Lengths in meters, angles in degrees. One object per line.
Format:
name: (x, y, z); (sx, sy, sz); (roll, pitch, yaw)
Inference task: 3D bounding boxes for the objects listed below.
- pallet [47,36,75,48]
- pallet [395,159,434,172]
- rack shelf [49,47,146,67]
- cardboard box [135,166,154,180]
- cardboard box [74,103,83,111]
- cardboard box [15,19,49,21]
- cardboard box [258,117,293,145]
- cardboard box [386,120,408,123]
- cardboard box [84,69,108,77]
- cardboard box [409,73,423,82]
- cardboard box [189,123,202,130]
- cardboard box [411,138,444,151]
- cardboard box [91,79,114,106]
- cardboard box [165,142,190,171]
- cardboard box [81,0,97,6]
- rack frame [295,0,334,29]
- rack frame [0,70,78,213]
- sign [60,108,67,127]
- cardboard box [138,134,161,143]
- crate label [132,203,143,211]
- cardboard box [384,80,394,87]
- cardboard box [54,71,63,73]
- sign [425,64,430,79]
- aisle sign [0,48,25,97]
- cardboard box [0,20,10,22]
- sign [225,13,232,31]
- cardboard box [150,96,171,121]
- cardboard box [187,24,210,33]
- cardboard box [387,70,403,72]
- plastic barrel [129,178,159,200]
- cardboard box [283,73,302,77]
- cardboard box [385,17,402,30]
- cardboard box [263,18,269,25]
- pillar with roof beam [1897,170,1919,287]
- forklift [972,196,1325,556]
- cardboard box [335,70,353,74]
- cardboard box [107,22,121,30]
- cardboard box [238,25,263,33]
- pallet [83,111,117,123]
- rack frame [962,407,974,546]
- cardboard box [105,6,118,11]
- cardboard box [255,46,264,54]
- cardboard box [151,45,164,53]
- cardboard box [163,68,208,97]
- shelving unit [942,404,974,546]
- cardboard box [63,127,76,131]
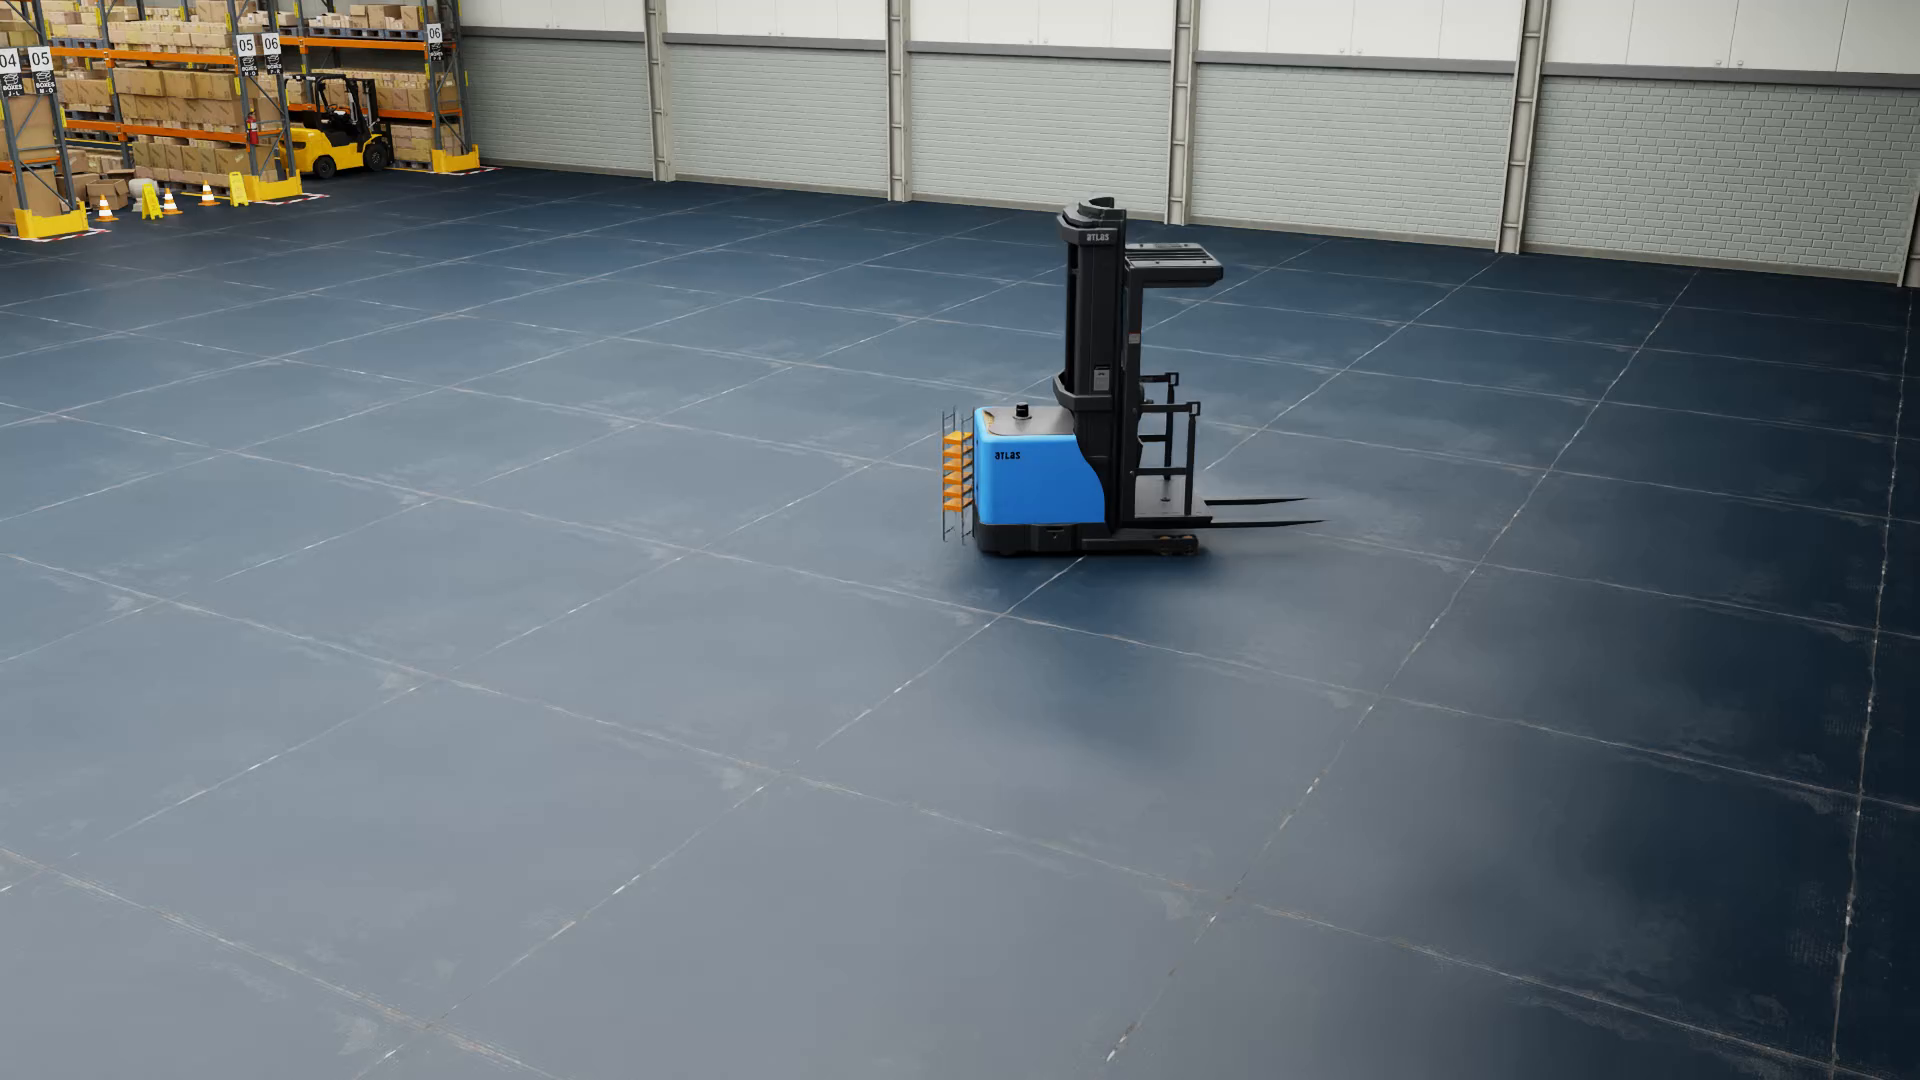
pallet: (-18.821, -10.698, 35.634); (1.003, 0.211, 1.213); (11, 23, 27)
pallet: (-12.206, -8.688, 38.303); (1.213, 0.211, 1.003); (11, 23, 27)
rack shelf: (-19.173, -10.475, 35.798); (4.000, 0.370, 1.077); (11, 23, 27)
cardboard box: (-17.044, -7.797, 35.175); (0.500, 0.250, 0.500); (10, 22, 25)
cardboard box: (-18.700, -9.276, 35.588); (0.250, 0.149, 0.380); (11, 23, 28)
cardboard box: (-20.097, -11.032, 36.132); (0.500, 0.500, 0.700); (11, 23, 27)
cardboard box: (-16.802, -9.969, 40.614); (0.625, 0.625, 0.875); (10, 22, 25)
cardboard box: (-13.158, -9.651, 38.819); (0.500, 0.250, 0.500); (10, 22, 26)
cardboard box: (-18.664, -10.093, 35.939); (0.250, 0.149, 0.380); (12, 23, 30)
cardboard box: (-12.164, -10.404, 37.412); (0.250, 0.149, 0.380); (11, 23, 27)
cardboard box: (-15.517, -8.478, 34.004); (0.250, 0.149, 0.380); (11, 22, 27)
cardboard box: (-12.095, -9.012, 37.790); (0.500, 0.250, 0.500); (10, 22, 27)
cardboard box: (-17.943, -9.463, 35.154); (0.500, 0.500, 0.500); (10, 22, 26)
cardboard box: (-16.119, -7.977, 34.572); (0.500, 0.500, 0.500); (12, 23, 30)
cardboard box: (-21.901, -13.596, 41.910); (0.258, 0.266, 0.396); (11, 22, 27)
rack frame: (-15.010, -13.369, 38.322); (0.127, 3.000, 1.000); (11, 23, 27)
rack frame: (-16.261, -6.915, 29.327); (0.127, 3.000, 1.000); (11, 23, 27)
sign: (-15.985, -7.523, 29.619); (0.005, 0.325, 0.100); (11, 23, 27)
cardboard box: (-16.964, -8.416, 34.830); (0.250, 0.149, 0.380); (11, 23, 28)
crate label: (-15.901, -6.473, 32.305); (0.298, 0.136, 0.250); (0, 20, -1)
cardboard box: (-12.858, -10.380, 37.781); (0.250, 0.149, 0.380); (10, 22, 26)
cardboard box: (-23.431, -12.127, 43.478); (0.500, 0.250, 0.500); (11, 22, 27)
sign: (-11.795, -10.380, 36.835); (0.005, 0.325, 0.100); (11, 23, 27)
aisle sign: (-16.346, -8.036, 28.605); (0.004, 0.787, 0.394); (11, 23, 27)
cardboard box: (-16.839, -9.061, 29.281); (0.250, 0.149, 0.380); (10, 22, 27)
sign: (-14.223, -10.070, 32.327); (0.005, 0.325, 0.100); (11, 23, 27)
cardboard box: (-16.298, -8.937, 34.320); (0.500, 0.500, 0.500); (11, 22, 27)
cardboard box: (-15.219, -10.232, 33.272); (0.250, 0.149, 0.380); (11, 23, 27)
cardboard box: (-13.043, -10.761, 38.395); (0.250, 0.149, 0.380); (11, 23, 28)
plastic barrel: (-16.477, -7.087, 33.580); (0.512, 0.421, 0.421); (-7, 21, -20)
cardboard box: (-15.839, -10.986, 39.451); (0.250, 0.149, 0.380); (11, 23, 27)
cardboard box: (-12.611, -11.565, 37.181); (0.258, 0.266, 0.396); (11, 23, 27)
cardboard box: (-16.118, -12.178, 39.043); (0.250, 0.149, 0.380); (11, 23, 27)
pillar with roof beam: (12.405, -6.817, 20.260); (0.400, 9.000, 9.100); (11, 23, 27)
forklift: (1.651, -1.421, 14.281); (3.031, 2.935, 1.130); (-1, 20, -3)
cardboard box: (-14.202, -10.770, 38.419); (0.250, 0.149, 0.380); (11, 23, 28)
cardboard box: (-17.312, -10.588, 34.253); (0.250, 0.149, 0.380); (10, 22, 26)
cardboard box: (-14.146, -10.192, 33.162); (0.250, 0.149, 0.380); (11, 22, 27)
pallet: (-18.024, -9.151, 35.772); (1.213, 0.211, 1.003); (11, 23, 27)
rack frame: (0.070, -0.546, 14.408); (0.006, 1.200, 0.240); (9, 22, 24)
cardboard box: (-21.241, -13.262, 41.597); (0.250, 0.149, 0.380); (10, 22, 26)
cardboard box: (-14.067, -9.849, 33.386); (0.250, 0.149, 0.380); (11, 23, 27)
cardboard box: (-16.192, -9.997, 33.794); (0.250, 0.149, 0.380); (10, 22, 26)
cardboard box: (-15.789, -9.347, 33.983); (0.500, 0.500, 0.700); (11, 22, 27)
shelving unit: (-0.013, -0.560, 14.445); (0.189, 1.200, 0.258); (9, 22, 24)
cardboard box: (-23.365, -11.111, 43.943); (0.500, 0.500, 0.700); (10, 22, 25)
